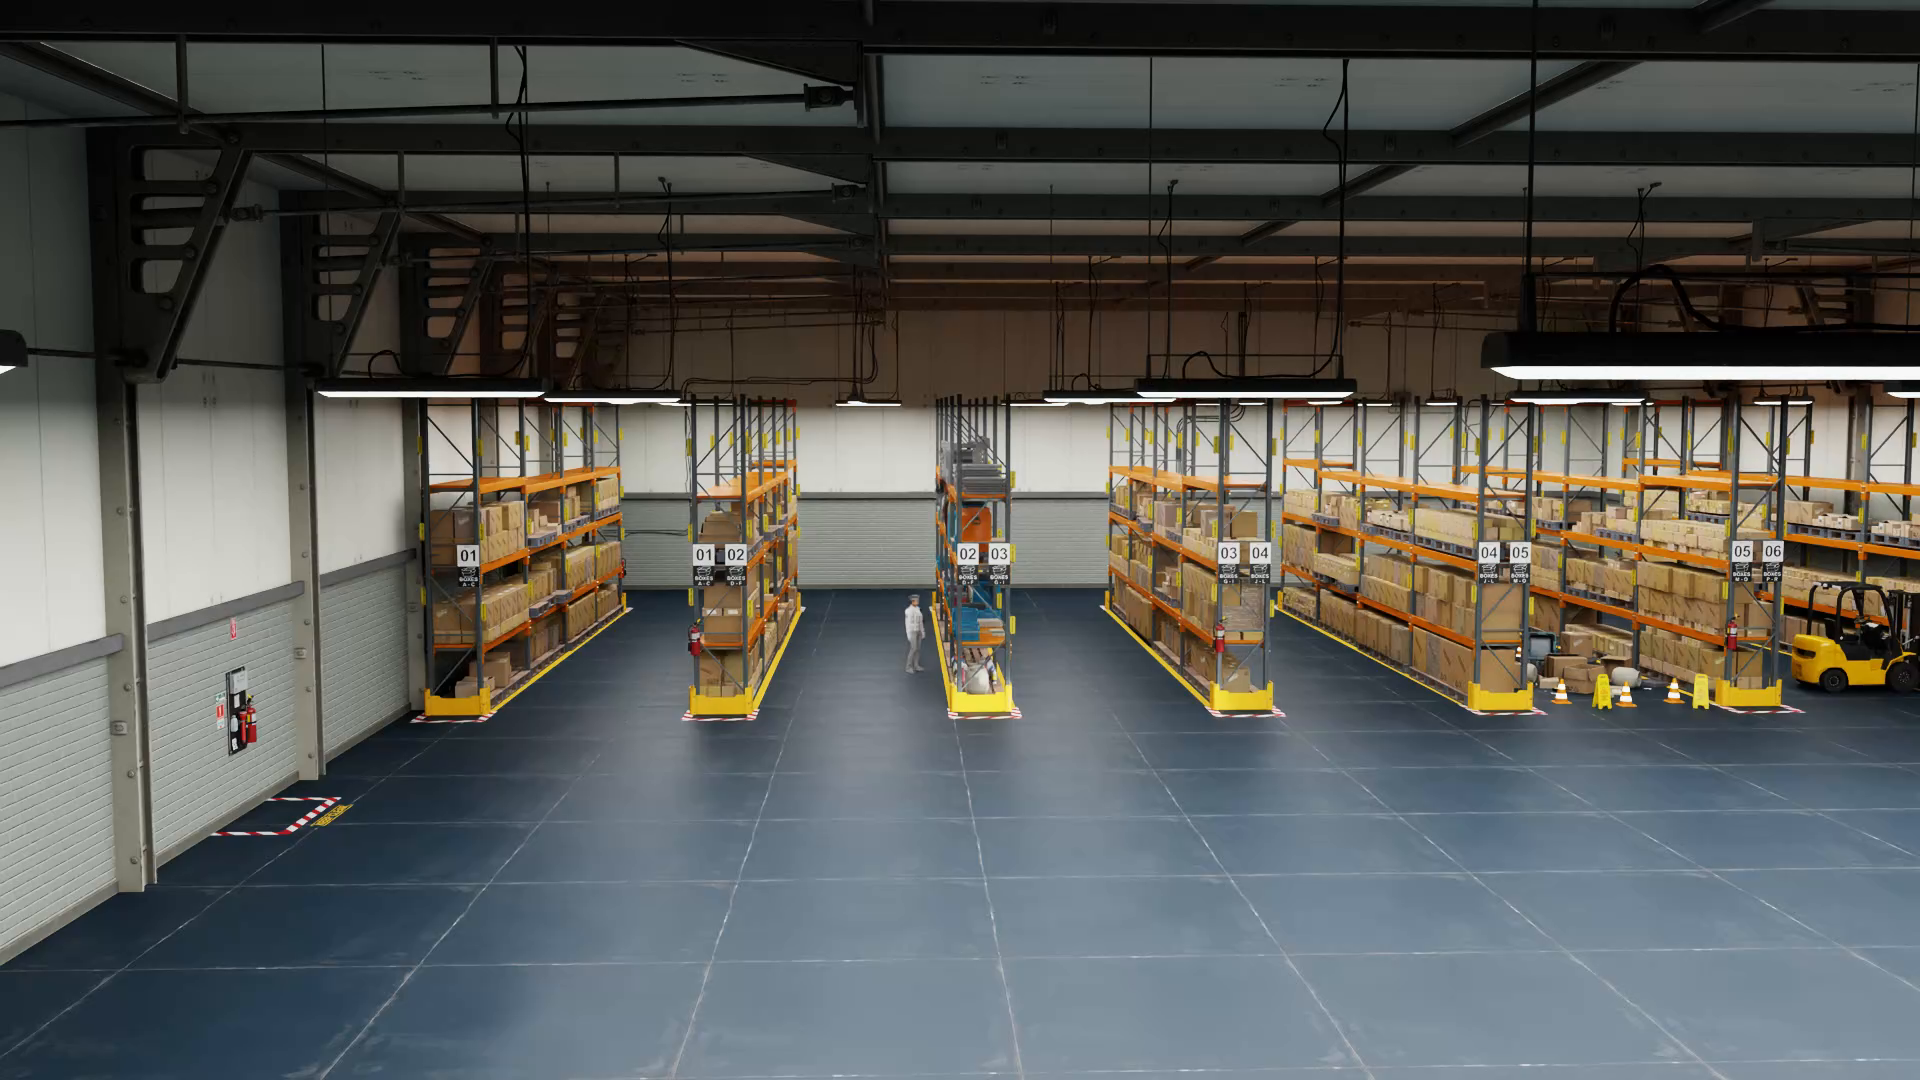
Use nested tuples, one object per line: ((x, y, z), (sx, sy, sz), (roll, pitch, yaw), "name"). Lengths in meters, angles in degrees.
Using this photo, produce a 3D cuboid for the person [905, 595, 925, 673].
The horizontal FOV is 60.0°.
((-0.981, 2.057, 36.337), (0.353, 1.734, 0.539), (3, 5, 34), "person")
